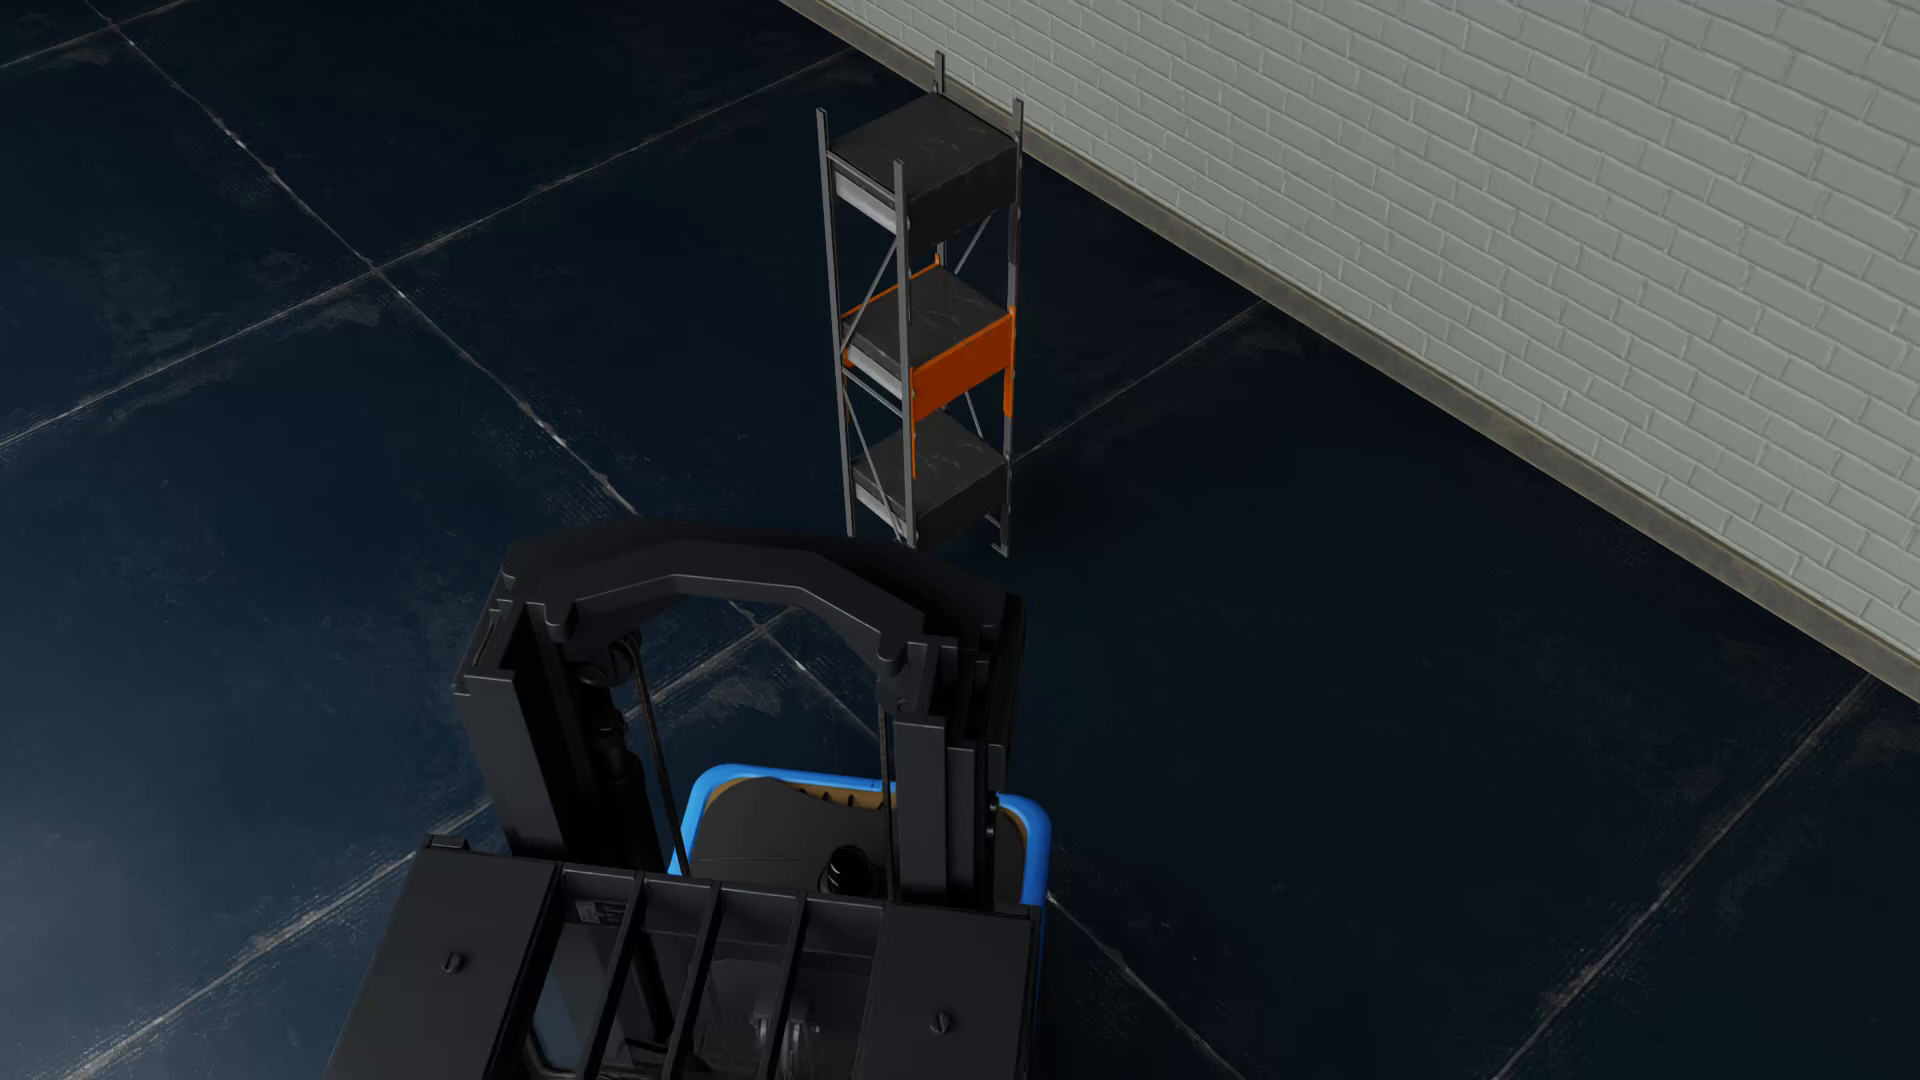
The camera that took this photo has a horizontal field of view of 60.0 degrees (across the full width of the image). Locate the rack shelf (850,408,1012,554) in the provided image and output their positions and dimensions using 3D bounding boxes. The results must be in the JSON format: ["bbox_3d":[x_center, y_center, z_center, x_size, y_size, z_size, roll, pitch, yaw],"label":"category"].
[{"bbox_3d":[-0.122,-0.146,6.427,0.480,0.518,0.431,-34,56,-27],"label":"rack shelf"}]

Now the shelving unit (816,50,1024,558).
[{"bbox_3d":[-0.122,-0.630,5.903,0.503,2.100,0.431,-34,56,-27],"label":"shelving unit"}]

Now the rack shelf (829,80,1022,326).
[{"bbox_3d":[-0.122,-1.096,5.398,0.480,0.518,0.431,-34,56,-27],"label":"rack shelf"}]

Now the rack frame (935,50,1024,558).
[{"bbox_3d":[0.058,-0.751,6.014,0.015,2.100,0.400,-34,56,-27],"label":"rack frame"}]

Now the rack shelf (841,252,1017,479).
[{"bbox_3d":[-0.122,-0.621,5.913,0.480,0.518,0.431,-34,56,-27],"label":"rack shelf"}]

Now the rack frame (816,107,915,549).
[{"bbox_3d":[-0.303,-0.510,5.791,0.015,2.100,0.400,-34,56,-27],"label":"rack frame"}]

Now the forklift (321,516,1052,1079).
[{"bbox_3d":[-0.439,1.482,3.388,1.130,2.935,3.031,6,48,5],"label":"forklift"}]
